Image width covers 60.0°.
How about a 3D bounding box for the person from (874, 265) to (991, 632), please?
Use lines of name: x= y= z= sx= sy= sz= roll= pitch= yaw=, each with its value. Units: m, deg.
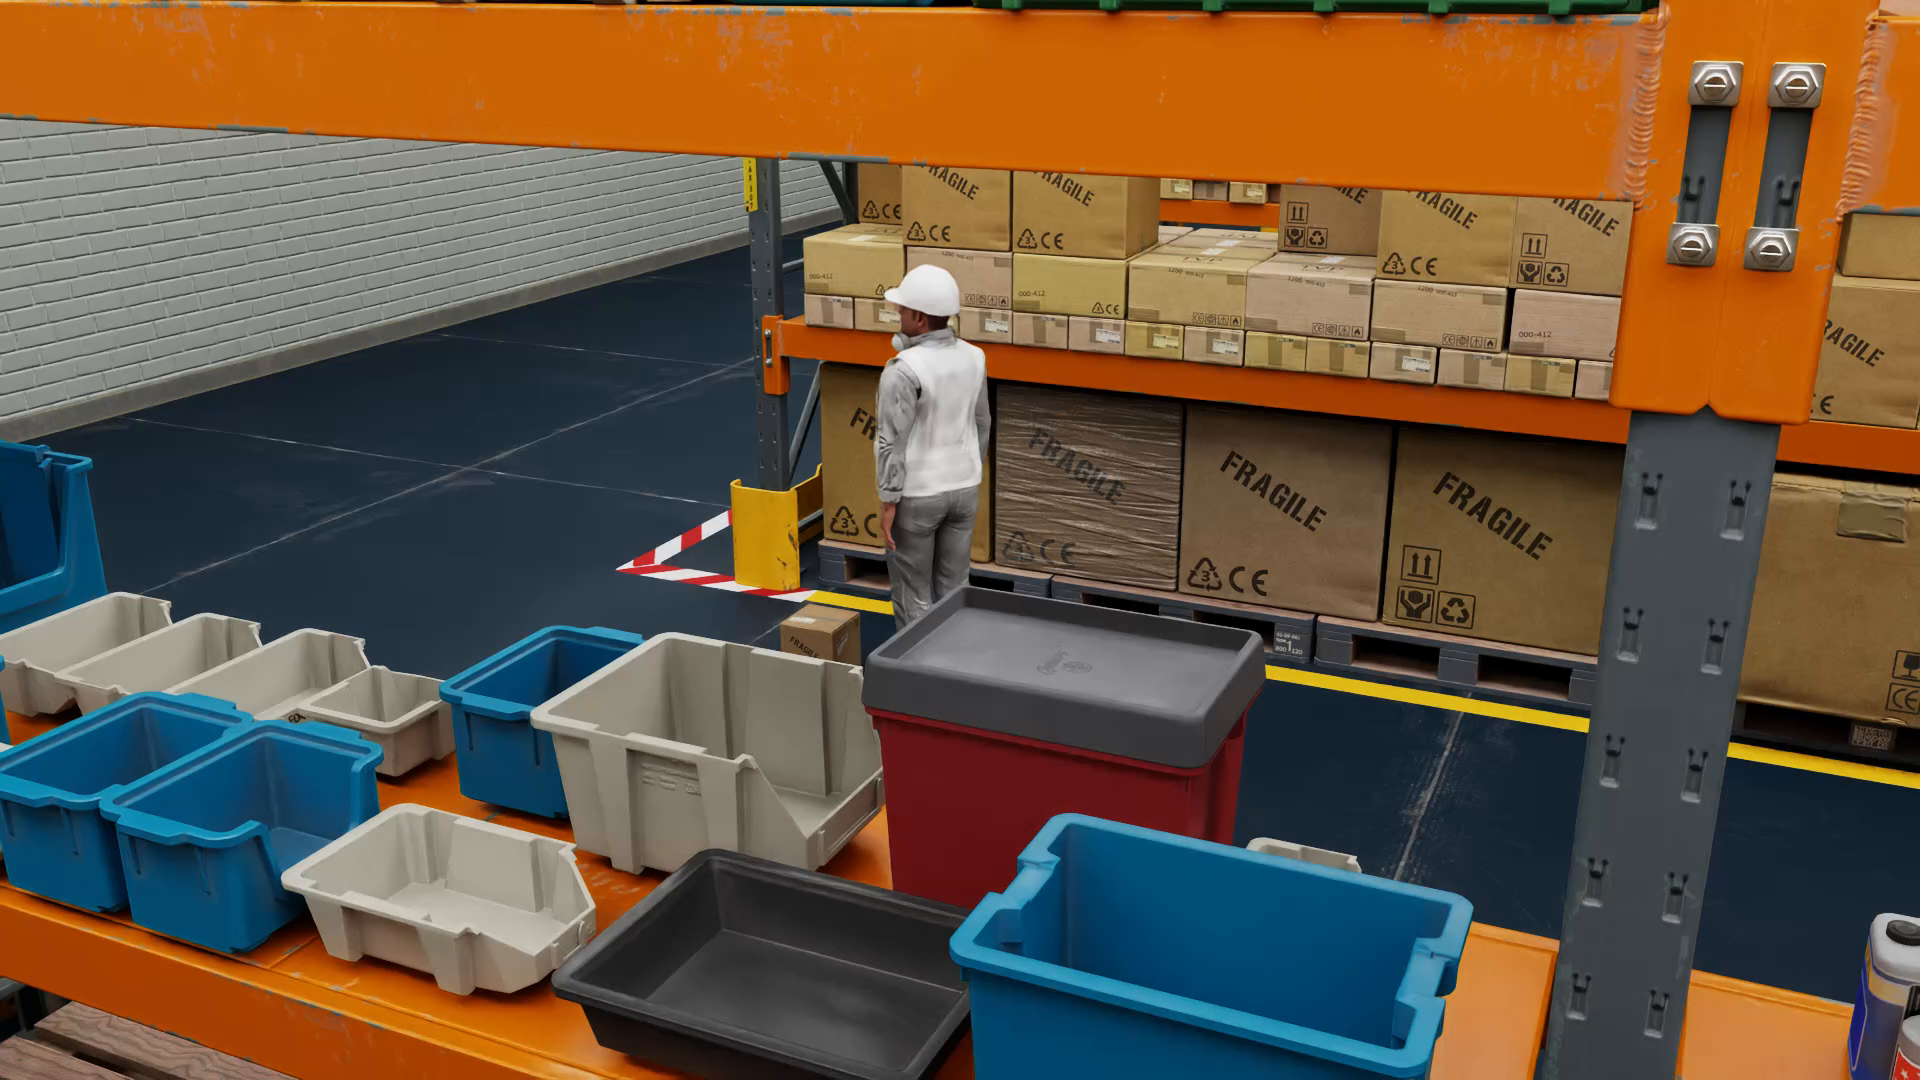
person: x=-0.117 y=-0.197 z=6.567 sx=0.571 sy=1.781 sz=0.397 roll=-14 pitch=23 yaw=-36
